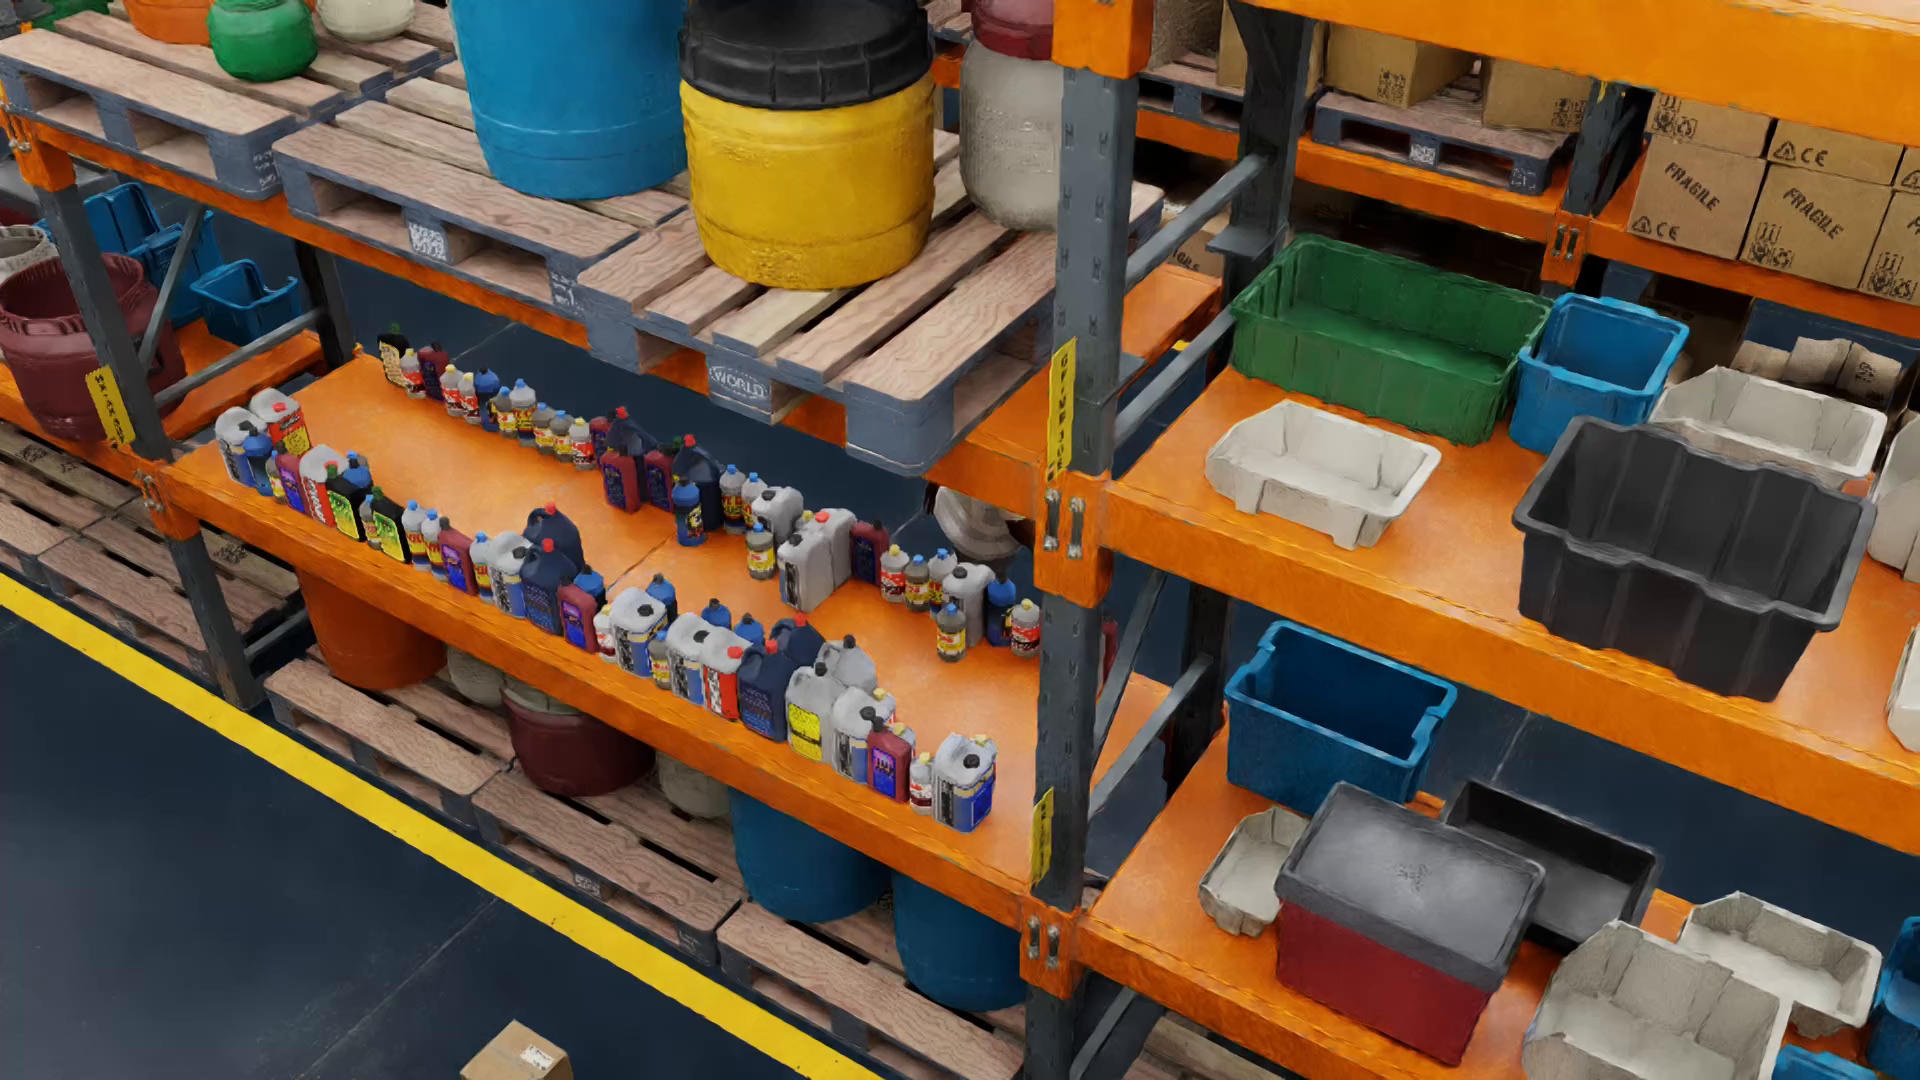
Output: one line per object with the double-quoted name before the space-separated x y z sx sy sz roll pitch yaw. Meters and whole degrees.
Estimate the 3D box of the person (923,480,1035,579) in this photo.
"person" 0.082 -0.088 6.775 0.485 1.735 0.751 -18 42 -21
